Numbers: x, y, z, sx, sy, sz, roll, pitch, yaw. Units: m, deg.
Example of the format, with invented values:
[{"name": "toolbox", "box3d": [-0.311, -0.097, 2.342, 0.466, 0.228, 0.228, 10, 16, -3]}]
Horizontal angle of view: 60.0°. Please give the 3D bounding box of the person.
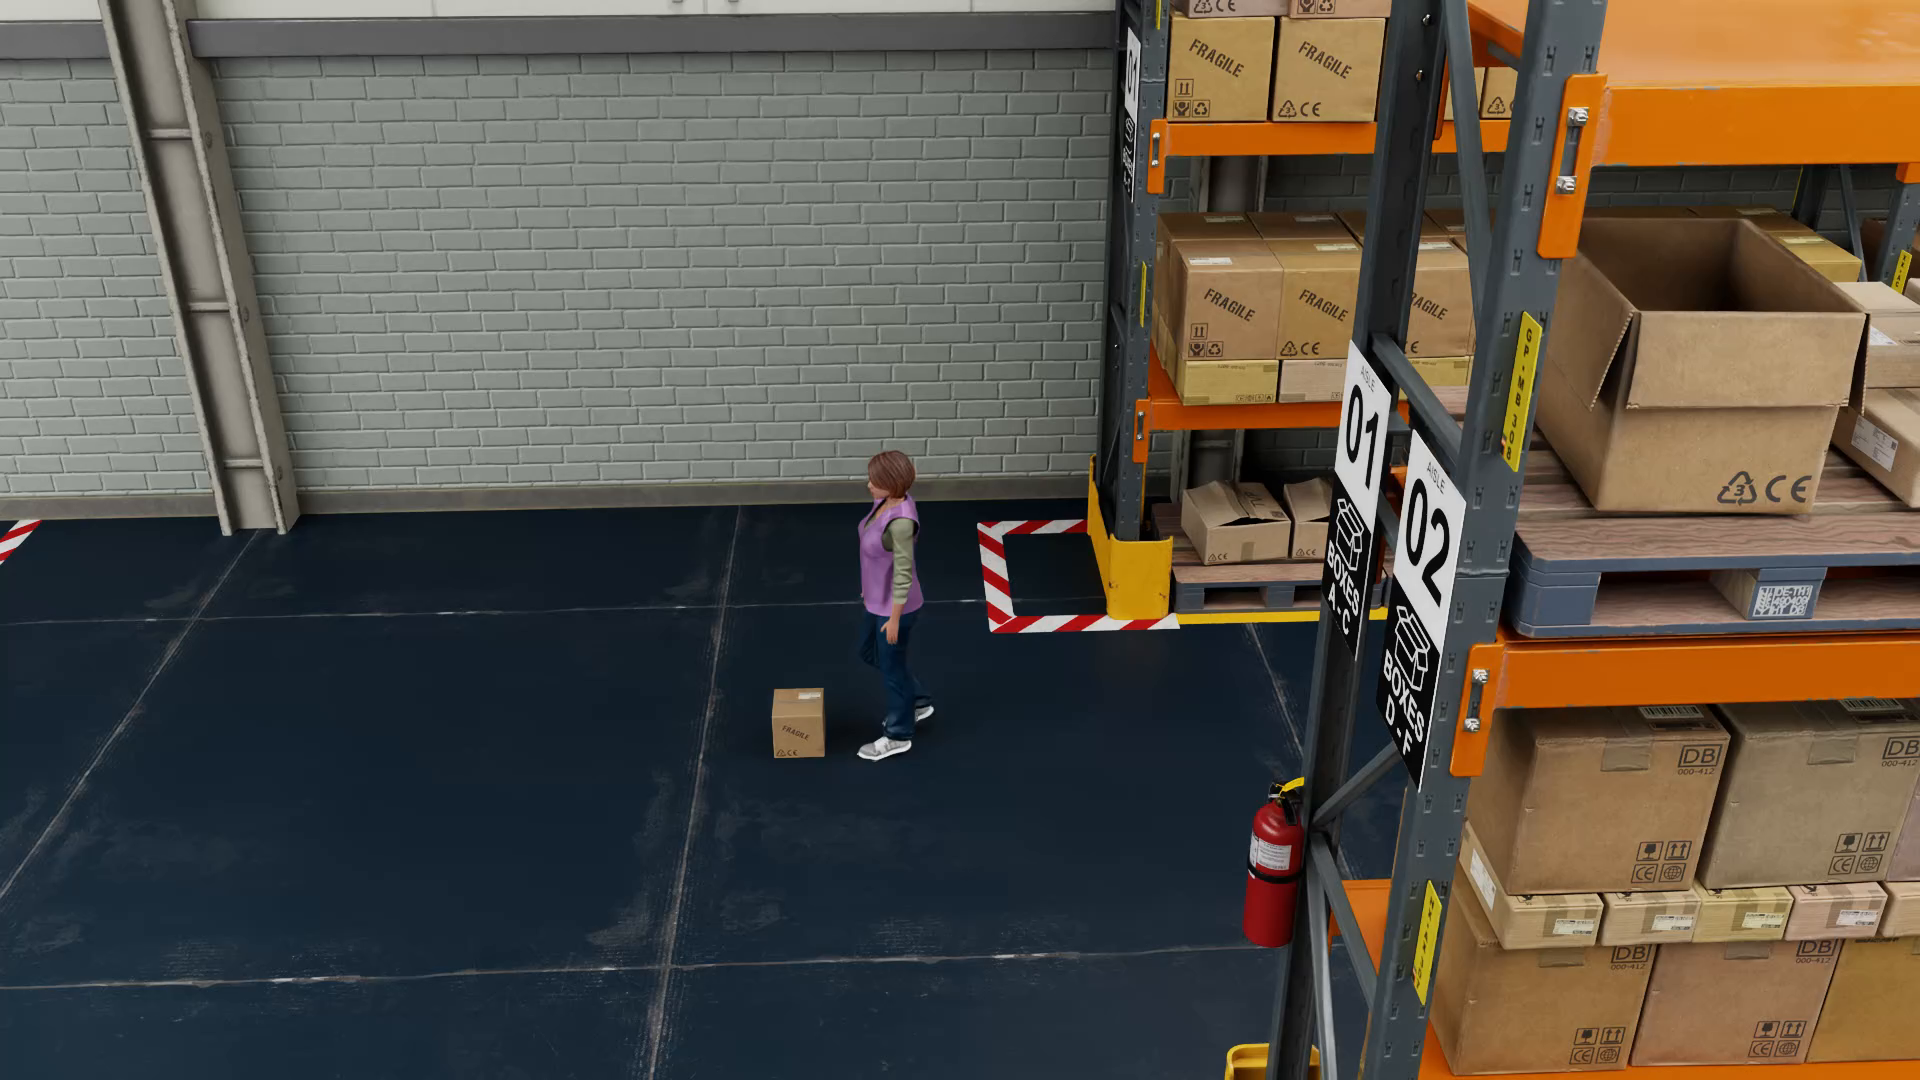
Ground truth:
[{"name": "person", "box3d": [-0.322, 0.310, 8.025, 0.412, 1.609, 0.429, -5, 28, -10]}]
